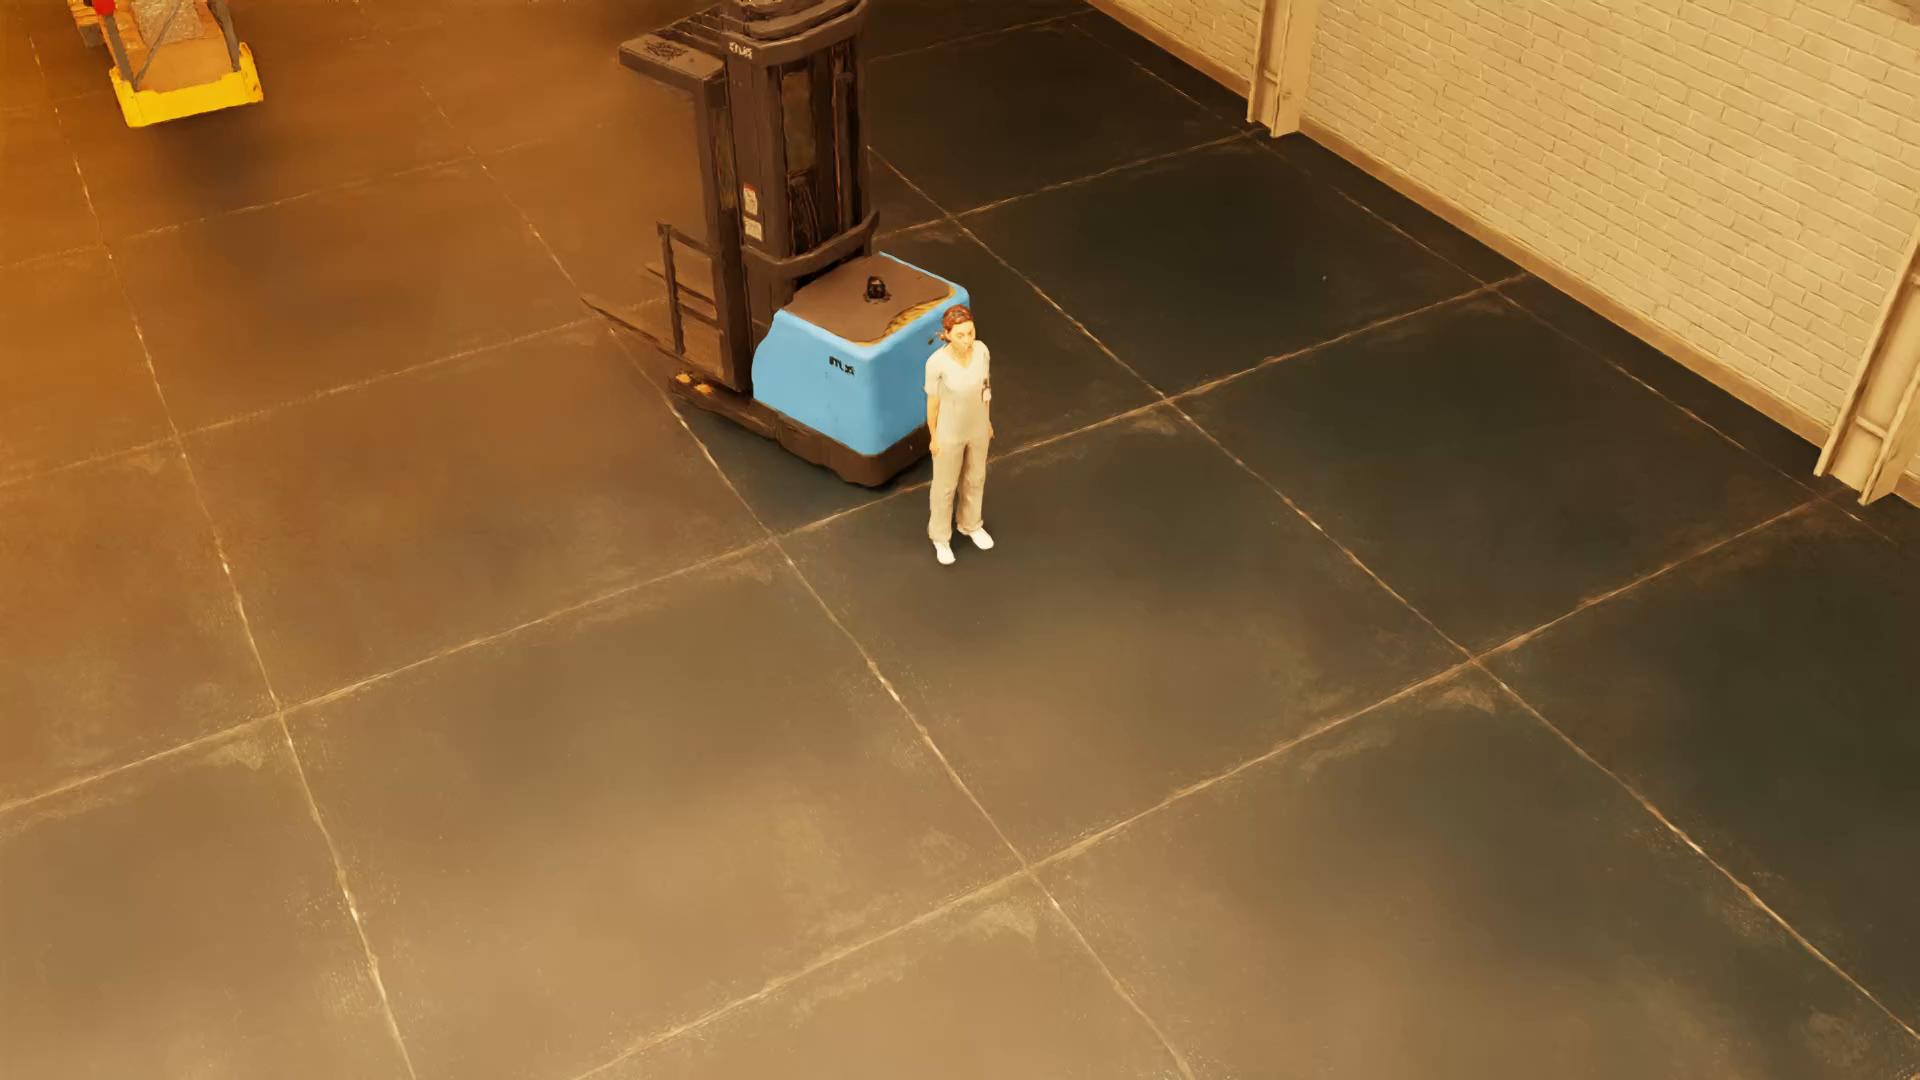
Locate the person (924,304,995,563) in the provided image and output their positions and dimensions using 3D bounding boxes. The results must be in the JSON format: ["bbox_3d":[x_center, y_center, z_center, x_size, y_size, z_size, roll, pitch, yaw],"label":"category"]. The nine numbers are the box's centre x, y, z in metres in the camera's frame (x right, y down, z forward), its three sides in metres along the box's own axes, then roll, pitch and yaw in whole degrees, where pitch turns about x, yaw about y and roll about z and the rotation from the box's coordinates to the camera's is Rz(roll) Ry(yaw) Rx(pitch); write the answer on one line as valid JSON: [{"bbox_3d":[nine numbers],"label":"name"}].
[{"bbox_3d":[0.009,-0.629,9.794,0.432,1.655,0.352,-20,44,-23],"label":"person"}]

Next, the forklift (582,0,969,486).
[{"bbox_3d":[-1.380,-2.264,10.766,3.031,2.935,1.130,28,47,30],"label":"forklift"}]
